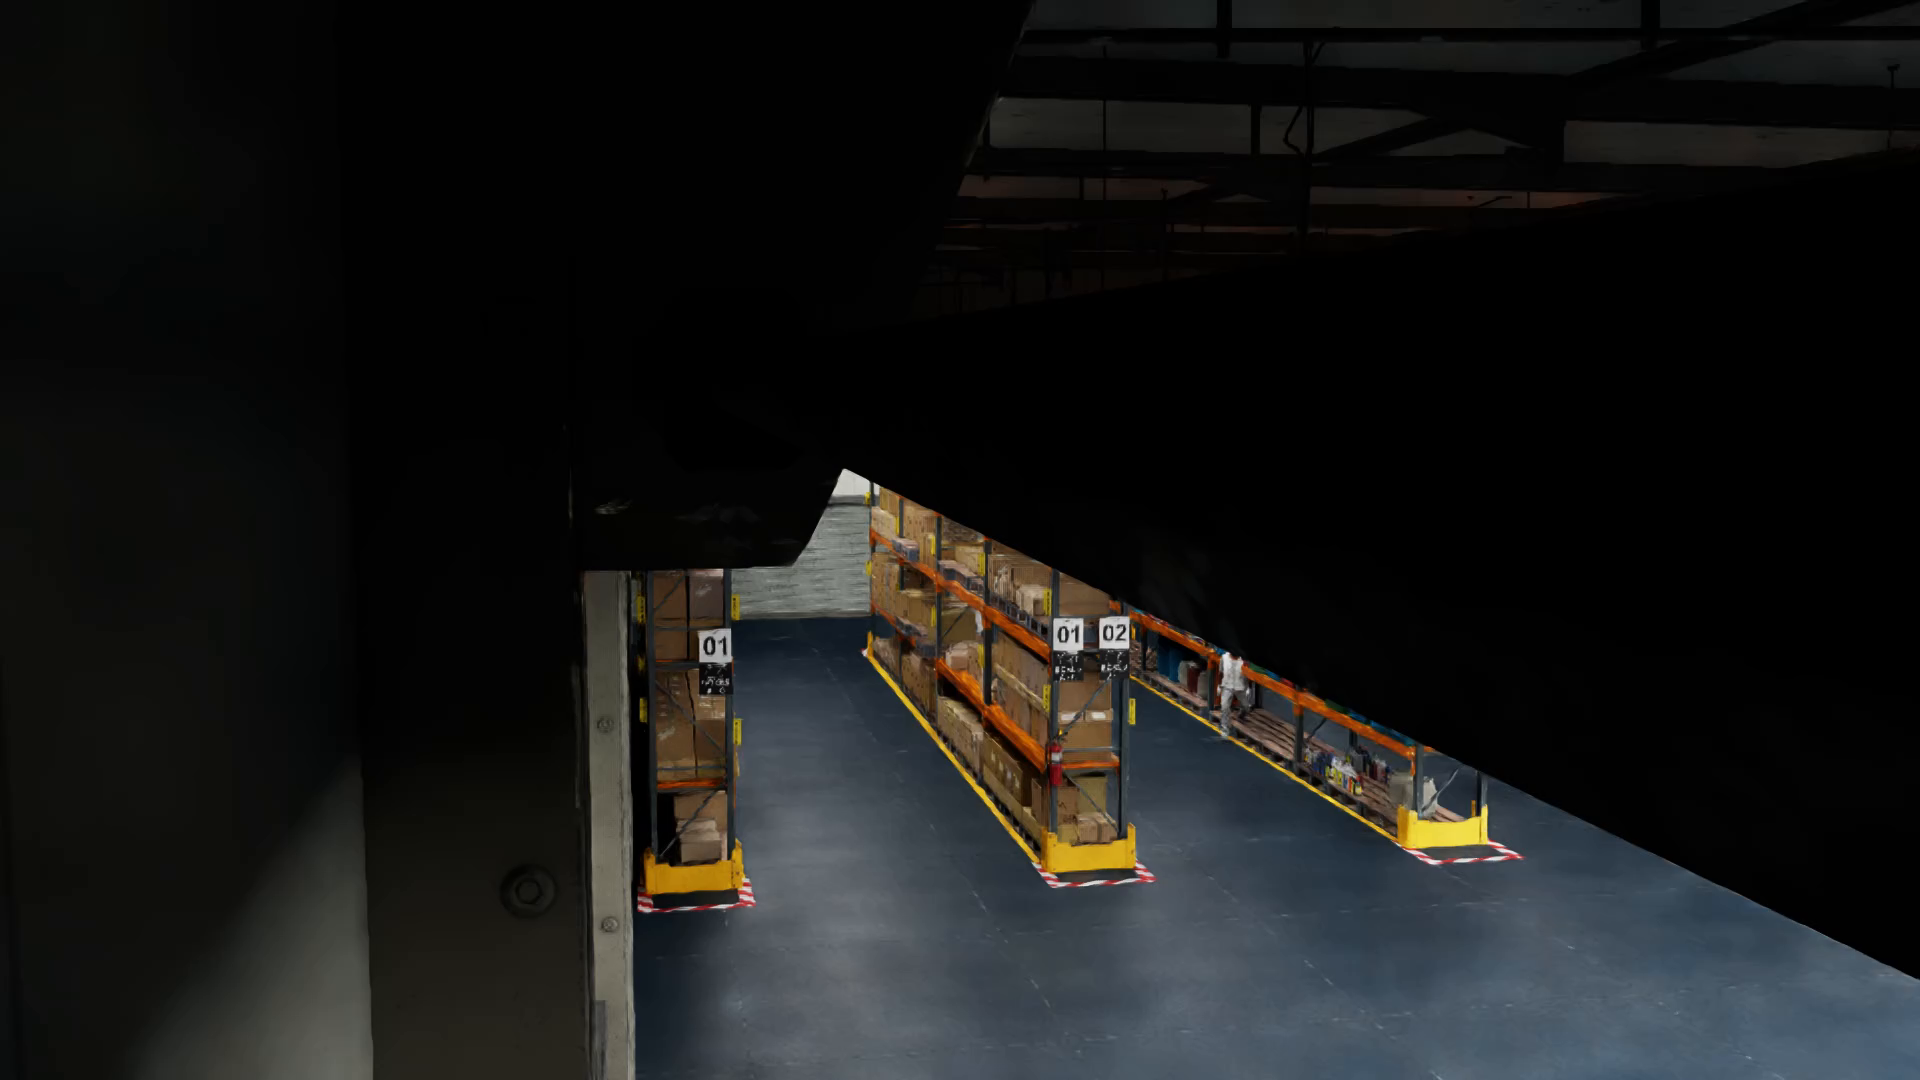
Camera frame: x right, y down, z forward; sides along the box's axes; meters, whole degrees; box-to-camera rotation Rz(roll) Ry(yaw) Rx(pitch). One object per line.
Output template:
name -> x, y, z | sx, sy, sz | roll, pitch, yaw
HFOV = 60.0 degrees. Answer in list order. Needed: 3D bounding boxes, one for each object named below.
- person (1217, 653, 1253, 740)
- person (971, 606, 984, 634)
person -> 4.683, 2.515, 28.376 | 0.605, 1.738, 0.992 | 1, 6, 9
person -> 0.236, 1.736, 35.828 | 0.729, 1.732, 0.546 | -1, 6, -13
